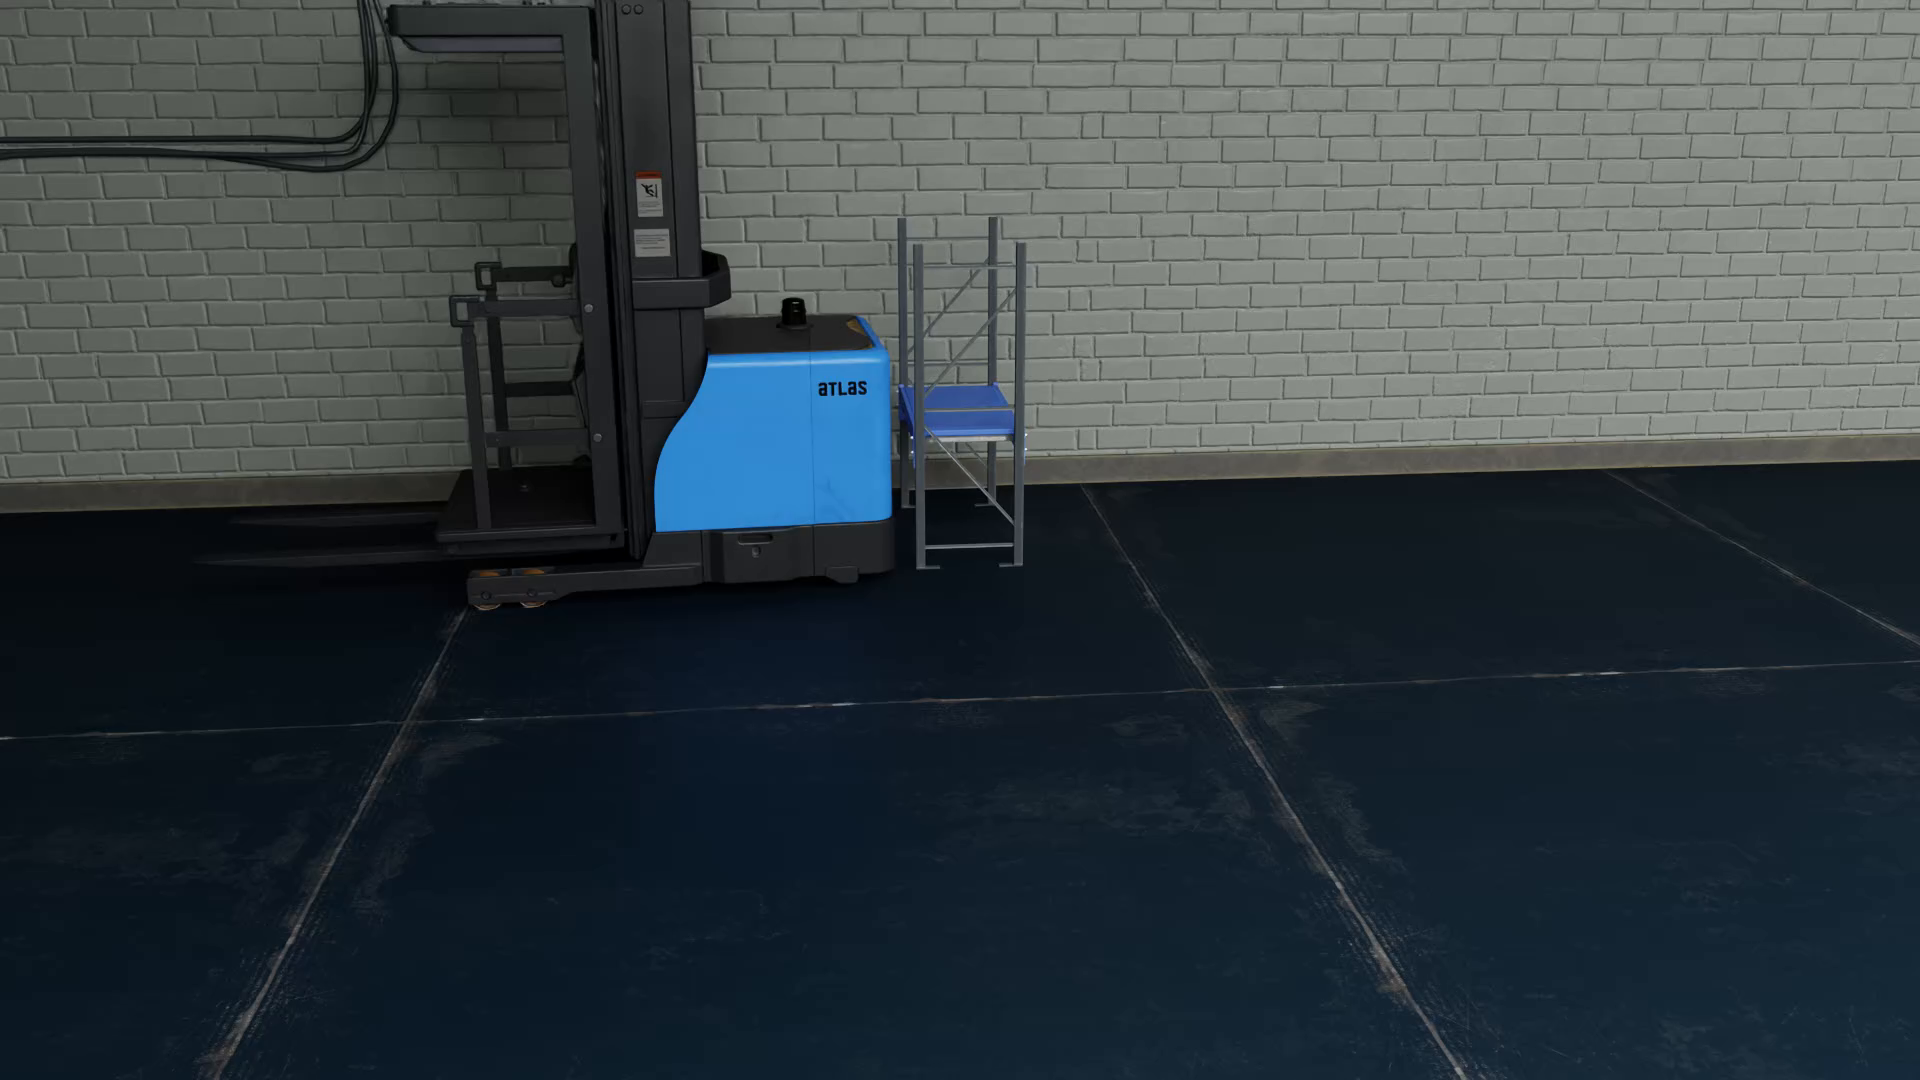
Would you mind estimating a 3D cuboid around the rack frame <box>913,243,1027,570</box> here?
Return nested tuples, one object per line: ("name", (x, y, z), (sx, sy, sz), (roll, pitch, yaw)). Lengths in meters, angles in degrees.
("rack frame", (0.044, -0.590, 7.551), (0.500, 1.500, 0.032), (-2, 18, -6))

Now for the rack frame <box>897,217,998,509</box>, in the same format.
("rack frame", (-0.061, -0.892, 8.516), (0.500, 1.500, 0.032), (-2, 18, -6))

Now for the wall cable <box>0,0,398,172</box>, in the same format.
("wall cable", (-4.304, -2.963, 7.776), (3.097, 2.526, 0.112), (-2, 18, -6))

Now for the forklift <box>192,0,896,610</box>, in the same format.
("forklift", (-1.858, -1.264, 7.310), (3.031, 2.935, 1.130), (-3, 18, -9))

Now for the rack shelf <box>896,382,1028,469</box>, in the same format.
("rack shelf", (-0.009, -0.569, 8.087), (0.538, 0.185, 1.000), (-2, 18, -6))

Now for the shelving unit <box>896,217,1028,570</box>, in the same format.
("shelving unit", (-0.009, -0.741, 8.033), (0.538, 1.500, 1.048), (-2, 18, -6))
